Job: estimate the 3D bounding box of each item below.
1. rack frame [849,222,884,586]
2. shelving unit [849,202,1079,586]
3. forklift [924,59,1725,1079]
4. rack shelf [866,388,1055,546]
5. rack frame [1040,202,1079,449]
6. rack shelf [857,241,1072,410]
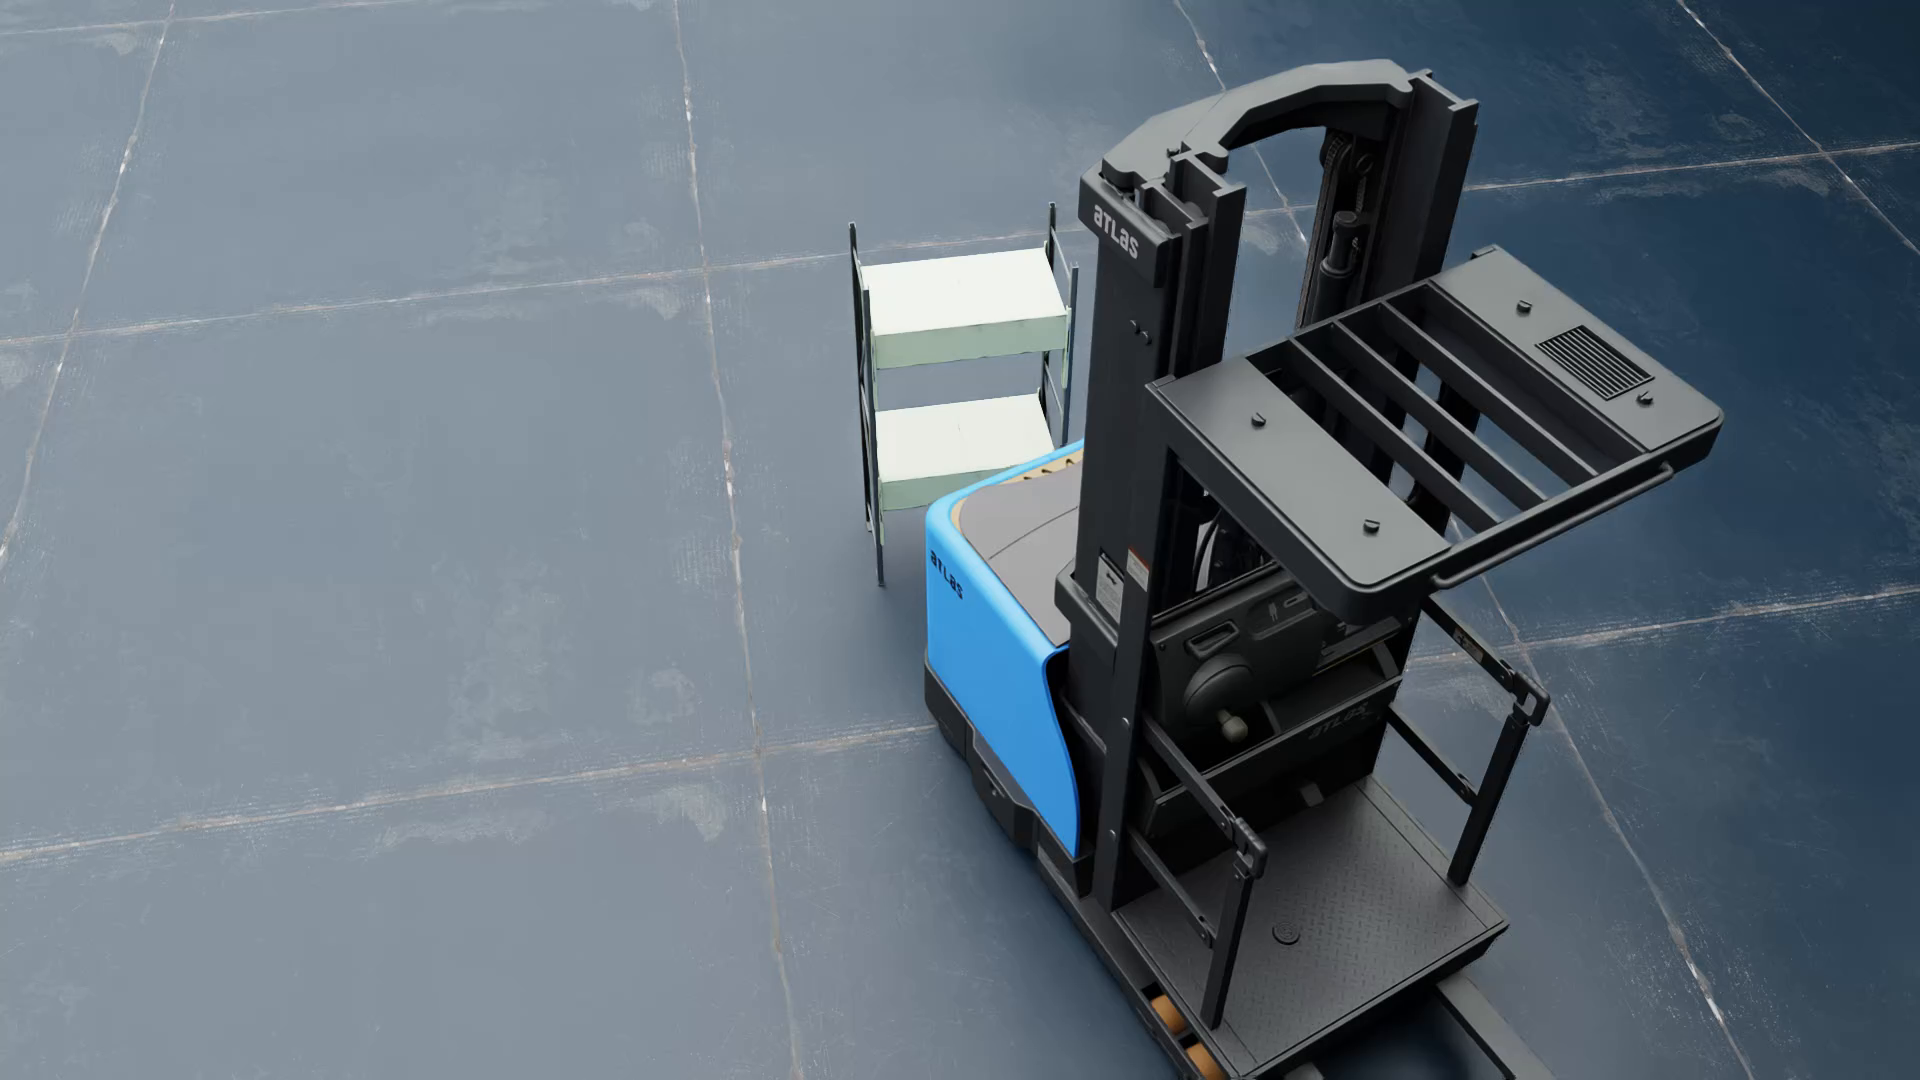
[{"bbox_3d":[-0.354,-0.476,6.361,0.023,1.500,0.400,-7,46,-7],"label":"rack frame"},{"bbox_3d":[0.007,-0.521,6.404,0.755,1.500,0.431,-7,46,-7],"label":"shelving unit"},{"bbox_3d":[1.048,0.347,4.574,1.130,2.935,3.031,-23,50,-21],"label":"forklift"},{"bbox_3d":[0.007,-0.295,6.639,0.720,0.370,0.431,-7,46,-7],"label":"rack shelf"},{"bbox_3d":[0.367,-0.566,6.447,0.023,1.500,0.400,-7,46,-7],"label":"rack frame"},{"bbox_3d":[0.007,-0.792,6.123,0.720,0.370,0.431,-7,46,-7],"label":"rack shelf"}]
